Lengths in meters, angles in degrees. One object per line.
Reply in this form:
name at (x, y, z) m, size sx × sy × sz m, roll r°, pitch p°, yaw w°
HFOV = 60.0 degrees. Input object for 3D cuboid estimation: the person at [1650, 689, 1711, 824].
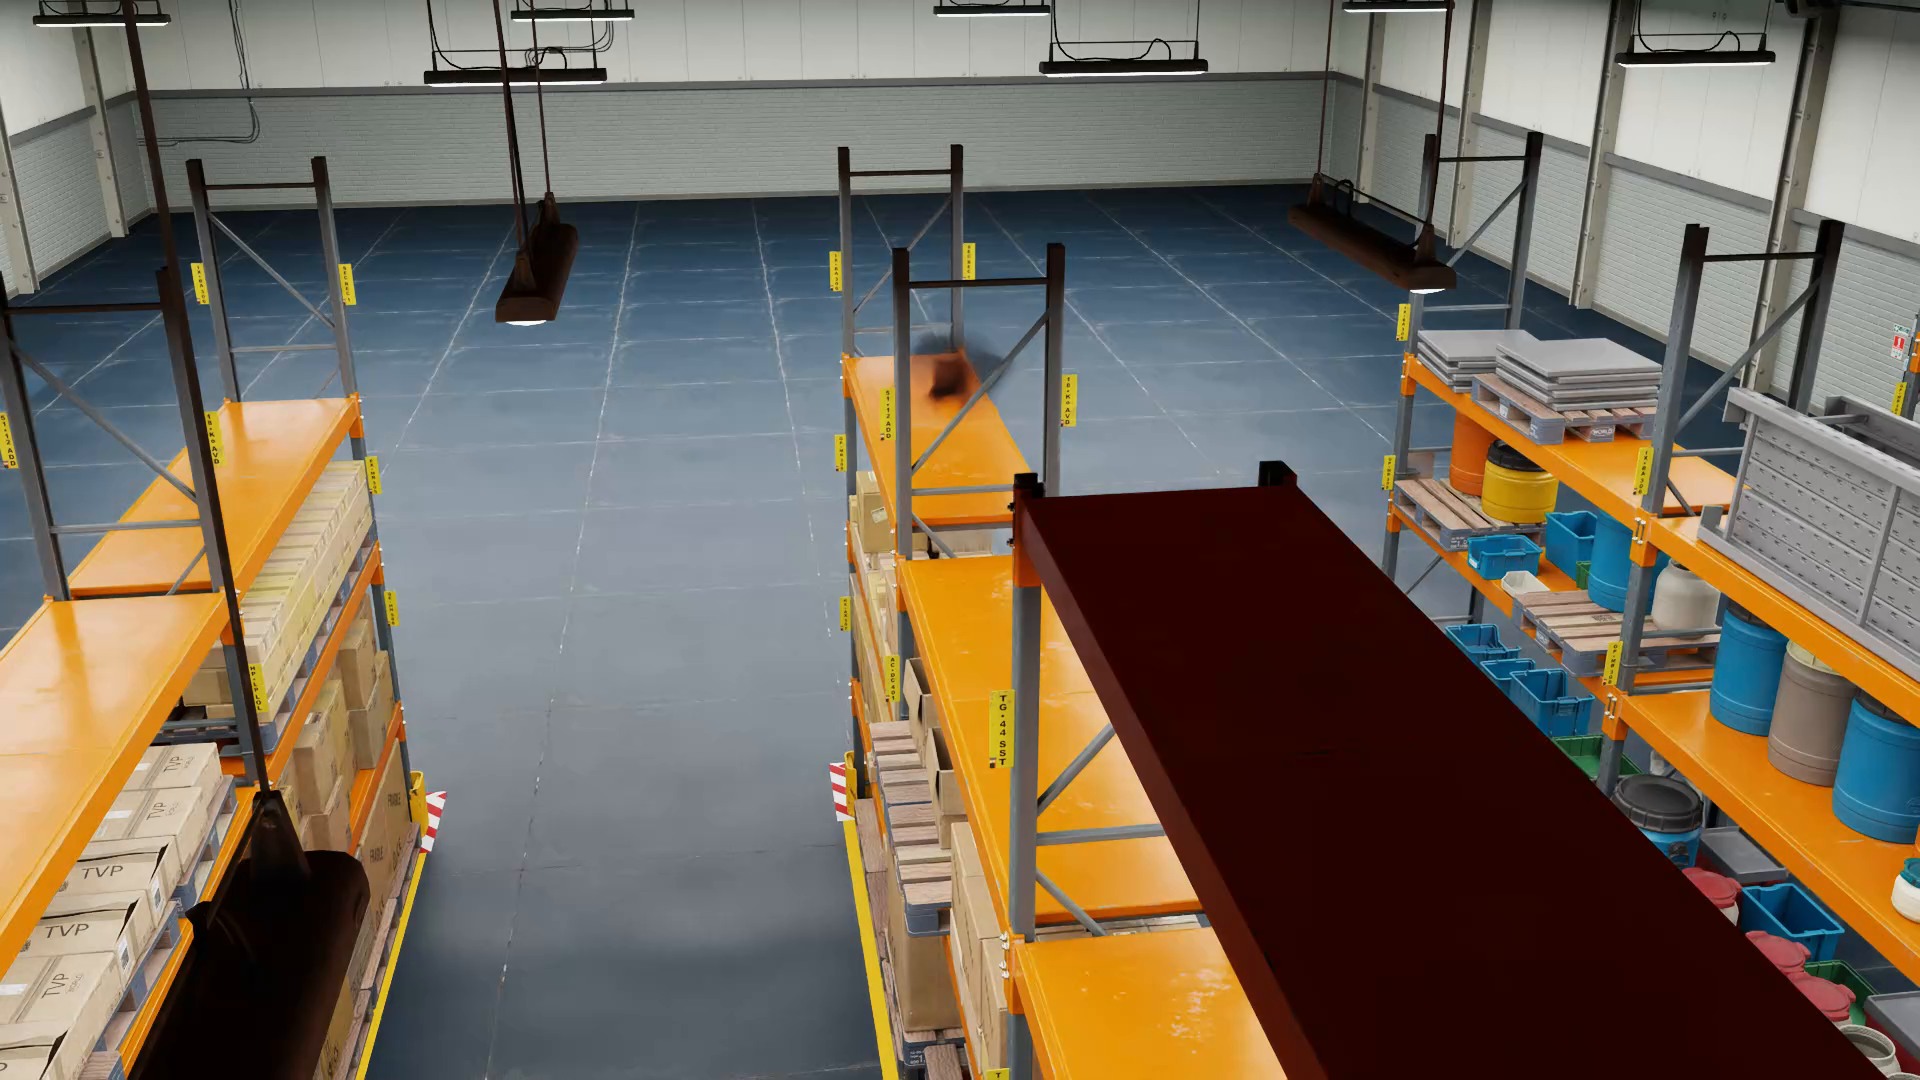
person at (6.484, 1.766, 14.929) m, size 0.631 × 1.770 × 0.739 m, roll -5°, pitch 22°, yaw -12°
